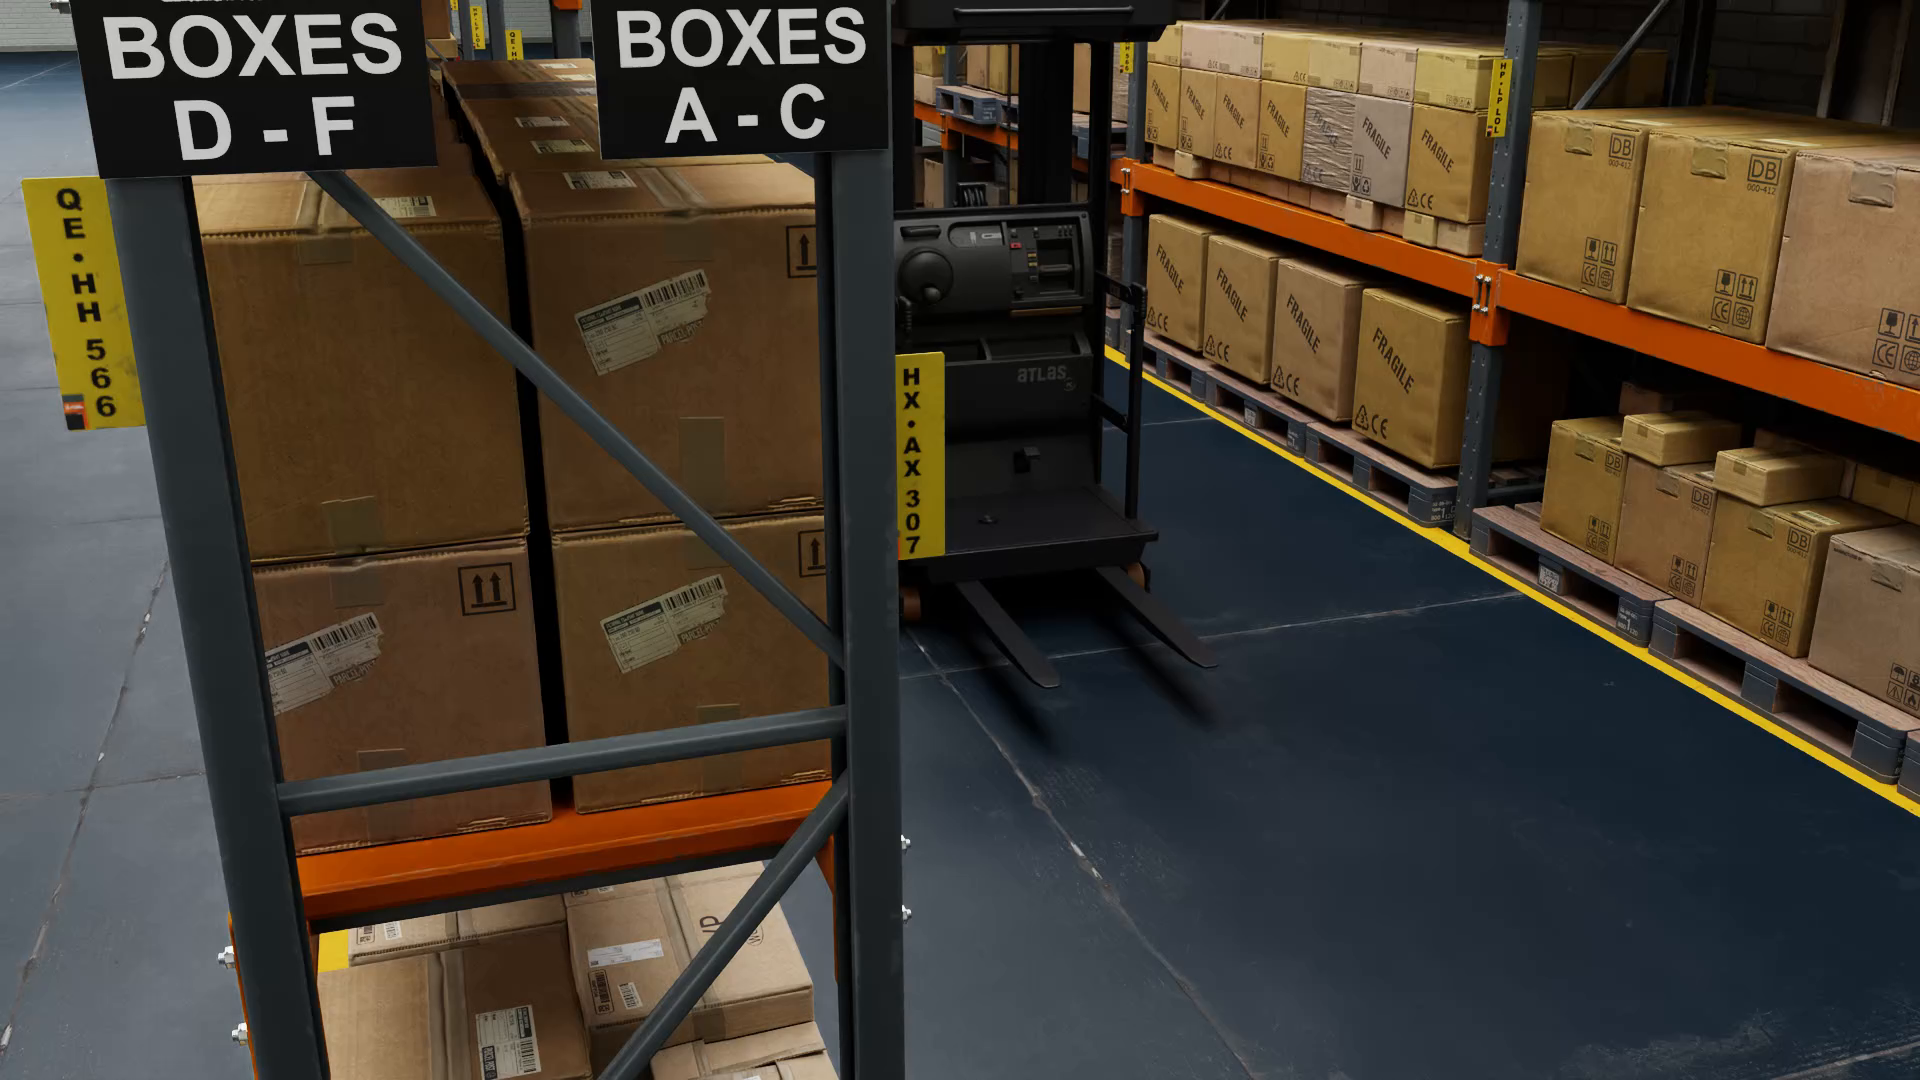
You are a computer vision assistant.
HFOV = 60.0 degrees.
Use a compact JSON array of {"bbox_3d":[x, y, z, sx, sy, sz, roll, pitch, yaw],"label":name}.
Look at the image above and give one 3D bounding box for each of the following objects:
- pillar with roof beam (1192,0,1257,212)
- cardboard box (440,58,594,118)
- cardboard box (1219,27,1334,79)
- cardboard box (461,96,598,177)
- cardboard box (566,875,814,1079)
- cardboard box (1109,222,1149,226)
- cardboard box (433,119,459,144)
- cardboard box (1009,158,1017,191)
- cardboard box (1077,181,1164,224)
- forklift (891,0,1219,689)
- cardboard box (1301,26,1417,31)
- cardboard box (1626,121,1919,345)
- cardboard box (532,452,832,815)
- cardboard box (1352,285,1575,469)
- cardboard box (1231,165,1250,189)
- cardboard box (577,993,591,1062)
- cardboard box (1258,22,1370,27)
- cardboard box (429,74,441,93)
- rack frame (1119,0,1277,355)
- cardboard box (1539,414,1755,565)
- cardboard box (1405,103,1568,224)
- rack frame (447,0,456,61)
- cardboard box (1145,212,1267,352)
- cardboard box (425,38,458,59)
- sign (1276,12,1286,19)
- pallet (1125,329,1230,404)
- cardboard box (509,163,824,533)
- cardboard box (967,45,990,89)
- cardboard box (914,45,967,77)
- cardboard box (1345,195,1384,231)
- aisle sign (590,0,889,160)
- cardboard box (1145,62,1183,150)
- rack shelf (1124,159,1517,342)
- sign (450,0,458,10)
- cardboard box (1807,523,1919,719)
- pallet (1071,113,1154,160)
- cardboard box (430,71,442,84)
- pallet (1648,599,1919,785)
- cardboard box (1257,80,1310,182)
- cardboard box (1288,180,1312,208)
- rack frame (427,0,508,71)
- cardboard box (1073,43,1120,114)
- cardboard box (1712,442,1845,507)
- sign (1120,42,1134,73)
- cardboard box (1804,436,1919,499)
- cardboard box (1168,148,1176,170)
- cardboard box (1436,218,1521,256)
[{"bbox_3d":[-2.074,-5.630,10.278,9.100,9.000,0.400,-6,21,-17],"label":"pillar with roof beam"},{"bbox_3d":[-1.439,-1.326,5.545,0.500,0.500,0.500,-6,21,-17],"label":"cardboard box"},{"bbox_3d":[1.829,-2.799,9.544,0.500,0.250,0.500,-6,21,-17],"label":"cardboard box"},{"bbox_3d":[-0.960,-0.839,4.188,0.500,0.500,0.500,-7,21,-18],"label":"cardboard box"},{"bbox_3d":[-0.646,1.062,3.939,0.500,0.250,0.500,-6,21,-17],"label":"cardboard box"},{"bbox_3d":[1.273,-2.189,12.619,0.700,0.500,0.500,-6,21,-17],"label":"cardboard box"},{"bbox_3d":[-1.315,-0.619,3.576,0.500,0.500,0.500,-6,21,-16],"label":"cardboard box"},{"bbox_3d":[0.732,-3.046,13.899,0.500,0.250,0.500,-7,21,-18],"label":"cardboard box"},{"bbox_3d":[1.205,-2.553,12.526,0.500,0.250,0.500,-6,21,-16],"label":"cardboard box"},{"bbox_3d":[0.181,-1.175,6.853,1.130,2.935,3.031,-6,21,-16],"label":"forklift"},{"bbox_3d":[2.306,-2.855,9.700,0.500,0.250,0.500,-7,21,-19],"label":"cardboard box"},{"bbox_3d":[3.237,-1.202,6.381,0.980,0.700,0.700,-7,21,-19],"label":"cardboard box"},{"bbox_3d":[-0.476,0.123,2.990,0.500,0.500,0.500,-6,21,-16],"label":"cardboard box"},{"bbox_3d":[2.530,-0.852,8.409,0.750,0.750,0.750,-6,21,-17],"label":"cardboard box"},{"bbox_3d":[1.844,-2.190,9.917,0.380,0.149,0.250,-6,21,-16],"label":"cardboard box"},{"bbox_3d":[-1.033,1.179,3.738,0.380,0.166,0.250,-6,21,-17],"label":"cardboard box"},{"bbox_3d":[2.148,-3.020,10.159,0.500,0.250,0.500,-7,21,-19],"label":"cardboard box"},{"bbox_3d":[-1.800,-1.115,4.955,0.500,0.500,0.500,-7,21,-19],"label":"cardboard box"},{"bbox_3d":[1.600,-2.755,11.148,1.000,3.000,0.127,-6,21,-17],"label":"rack frame"},{"bbox_3d":[2.995,-0.241,7.228,0.700,0.500,0.500,-6,21,-17],"label":"cardboard box"},{"bbox_3d":[2.473,-1.789,7.842,0.500,0.500,0.500,-7,21,-18],"label":"cardboard box"},{"bbox_3d":[-5.616,-4.794,16.827,1.000,3.000,0.127,-6,21,-17],"label":"rack frame"},{"bbox_3d":[1.707,-1.691,10.745,0.750,0.750,0.750,-7,21,-18],"label":"cardboard box"},{"bbox_3d":[-4.259,-3.970,13.424,0.380,0.149,0.250,-6,21,-17],"label":"cardboard box"},{"bbox_3d":[2.126,-3.360,11.120,0.100,0.325,0.005,-6,21,-17],"label":"sign"},{"bbox_3d":[1.776,-1.181,10.893,1.003,0.211,1.213,-6,21,-17],"label":"pallet"},{"bbox_3d":[-0.476,-0.348,2.821,0.500,0.500,0.500,-6,21,-16],"label":"cardboard box"},{"bbox_3d":[0.471,-4.125,14.166,0.700,0.500,0.500,-6,21,-17],"label":"cardboard box"},{"bbox_3d":[-0.099,-4.449,14.948,0.500,0.500,0.500,-6,21,-17],"label":"cardboard box"},{"bbox_3d":[2.203,-1.686,8.514,0.380,0.149,0.250,-6,21,-17],"label":"cardboard box"},{"bbox_3d":[-0.287,-0.893,2.119,0.394,0.787,0.004,-6,21,-17],"label":"aisle sign"},{"bbox_3d":[1.510,-2.768,10.568,0.500,0.500,0.500,-6,21,-16],"label":"cardboard box"},{"bbox_3d":[2.229,-1.774,9.483,1.077,0.370,4.000,-6,21,-17],"label":"rack shelf"},{"bbox_3d":[-5.096,-5.504,16.740,0.100,0.325,0.005,-6,21,-17],"label":"sign"},{"bbox_3d":[3.484,0.255,5.845,0.700,0.500,0.500,-7,21,-19],"label":"cardboard box"},{"bbox_3d":[1.275,-2.882,11.786,1.213,0.211,1.003,-6,21,-17],"label":"pallet"},{"bbox_3d":[-2.796,-2.282,9.063,0.700,0.500,0.500,-15,24,-35],"label":"cardboard box"},{"bbox_3d":[3.409,0.486,6.252,1.003,0.211,1.213,-6,21,-17],"label":"pallet"},{"bbox_3d":[1.992,-2.273,9.191,0.500,0.500,0.500,-6,21,-16],"label":"cardboard box"},{"bbox_3d":[2.052,-1.939,9.221,0.380,0.149,0.250,-6,21,-15],"label":"cardboard box"},{"bbox_3d":[-3.101,-2.227,9.680,1.000,3.000,0.127,-6,21,-17],"label":"rack frame"},{"bbox_3d":[1.242,-3.335,11.965,0.700,0.500,0.500,-8,21,-22],"label":"cardboard box"},{"bbox_3d":[3.094,-0.250,6.292,0.380,0.149,0.250,-7,21,-19],"label":"cardboard box"},{"bbox_3d":[1.088,-3.202,10.797,0.100,0.325,0.005,-6,21,-17],"label":"sign"},{"bbox_3d":[3.468,-0.280,6.375,0.380,0.149,0.250,-6,21,-17],"label":"cardboard box"},{"bbox_3d":[1.555,-2.434,10.597,0.380,0.149,0.250,-6,21,-16],"label":"cardboard box"},{"bbox_3d":[2.482,-1.441,7.832,0.380,0.149,0.250,-6,21,-17],"label":"cardboard box"}]
